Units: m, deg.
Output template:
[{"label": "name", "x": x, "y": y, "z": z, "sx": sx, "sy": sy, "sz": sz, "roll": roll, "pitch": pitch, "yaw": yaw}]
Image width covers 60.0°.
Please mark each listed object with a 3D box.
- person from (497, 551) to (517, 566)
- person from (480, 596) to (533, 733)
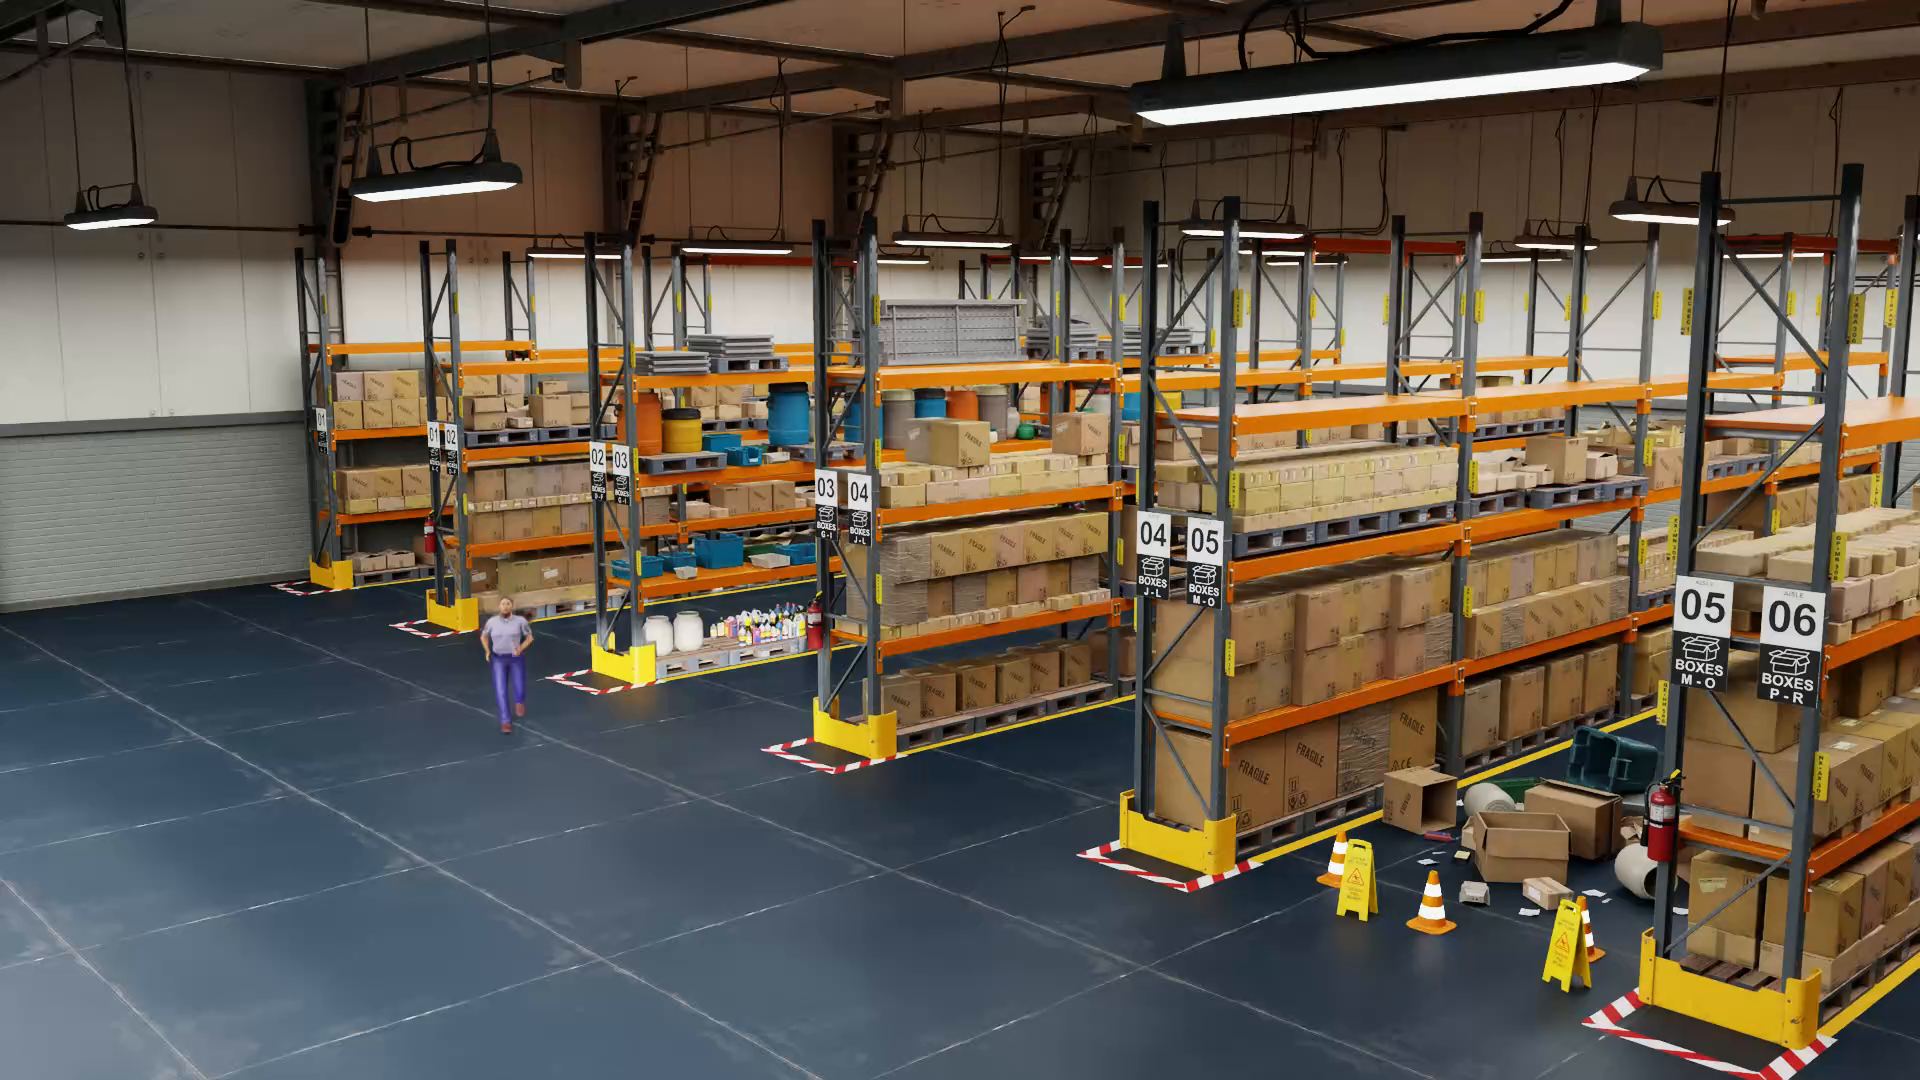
[{"label": "person", "x": -7.722, "y": 0.135, "z": 28.552, "sx": 0.696, "sy": 1.718, "sz": 0.605, "roll": 7, "pitch": 11, "yaw": 40}, {"label": "person", "x": -5.434, "y": 1.459, "z": 19.965, "sx": 0.615, "sy": 1.602, "sz": 0.727, "roll": -2, "pitch": 9, "yaw": -13}]
